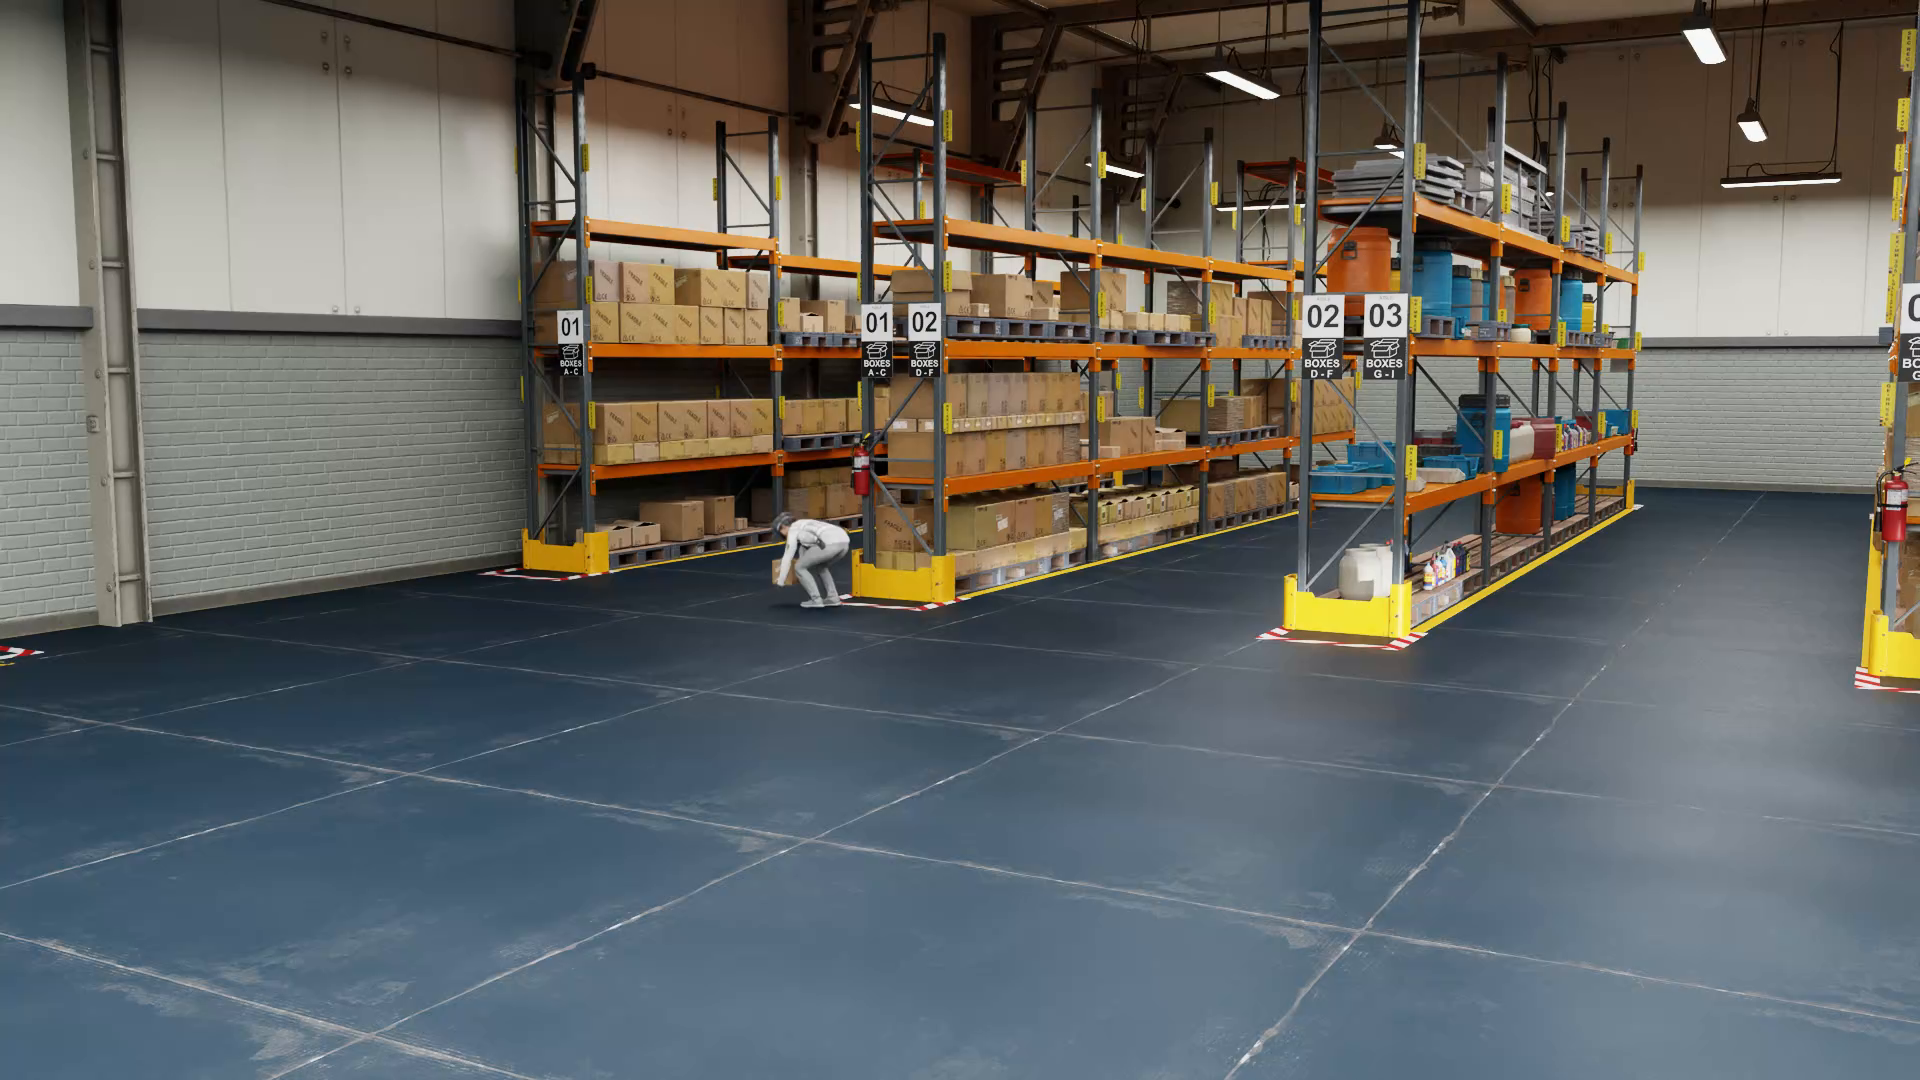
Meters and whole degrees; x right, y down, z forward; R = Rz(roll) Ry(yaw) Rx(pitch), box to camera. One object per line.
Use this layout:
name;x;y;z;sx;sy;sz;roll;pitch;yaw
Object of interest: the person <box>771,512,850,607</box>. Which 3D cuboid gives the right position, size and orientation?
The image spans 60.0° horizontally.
person;-1.595;0.208;17.624;0.907;0.990;0.453;4;7;33
